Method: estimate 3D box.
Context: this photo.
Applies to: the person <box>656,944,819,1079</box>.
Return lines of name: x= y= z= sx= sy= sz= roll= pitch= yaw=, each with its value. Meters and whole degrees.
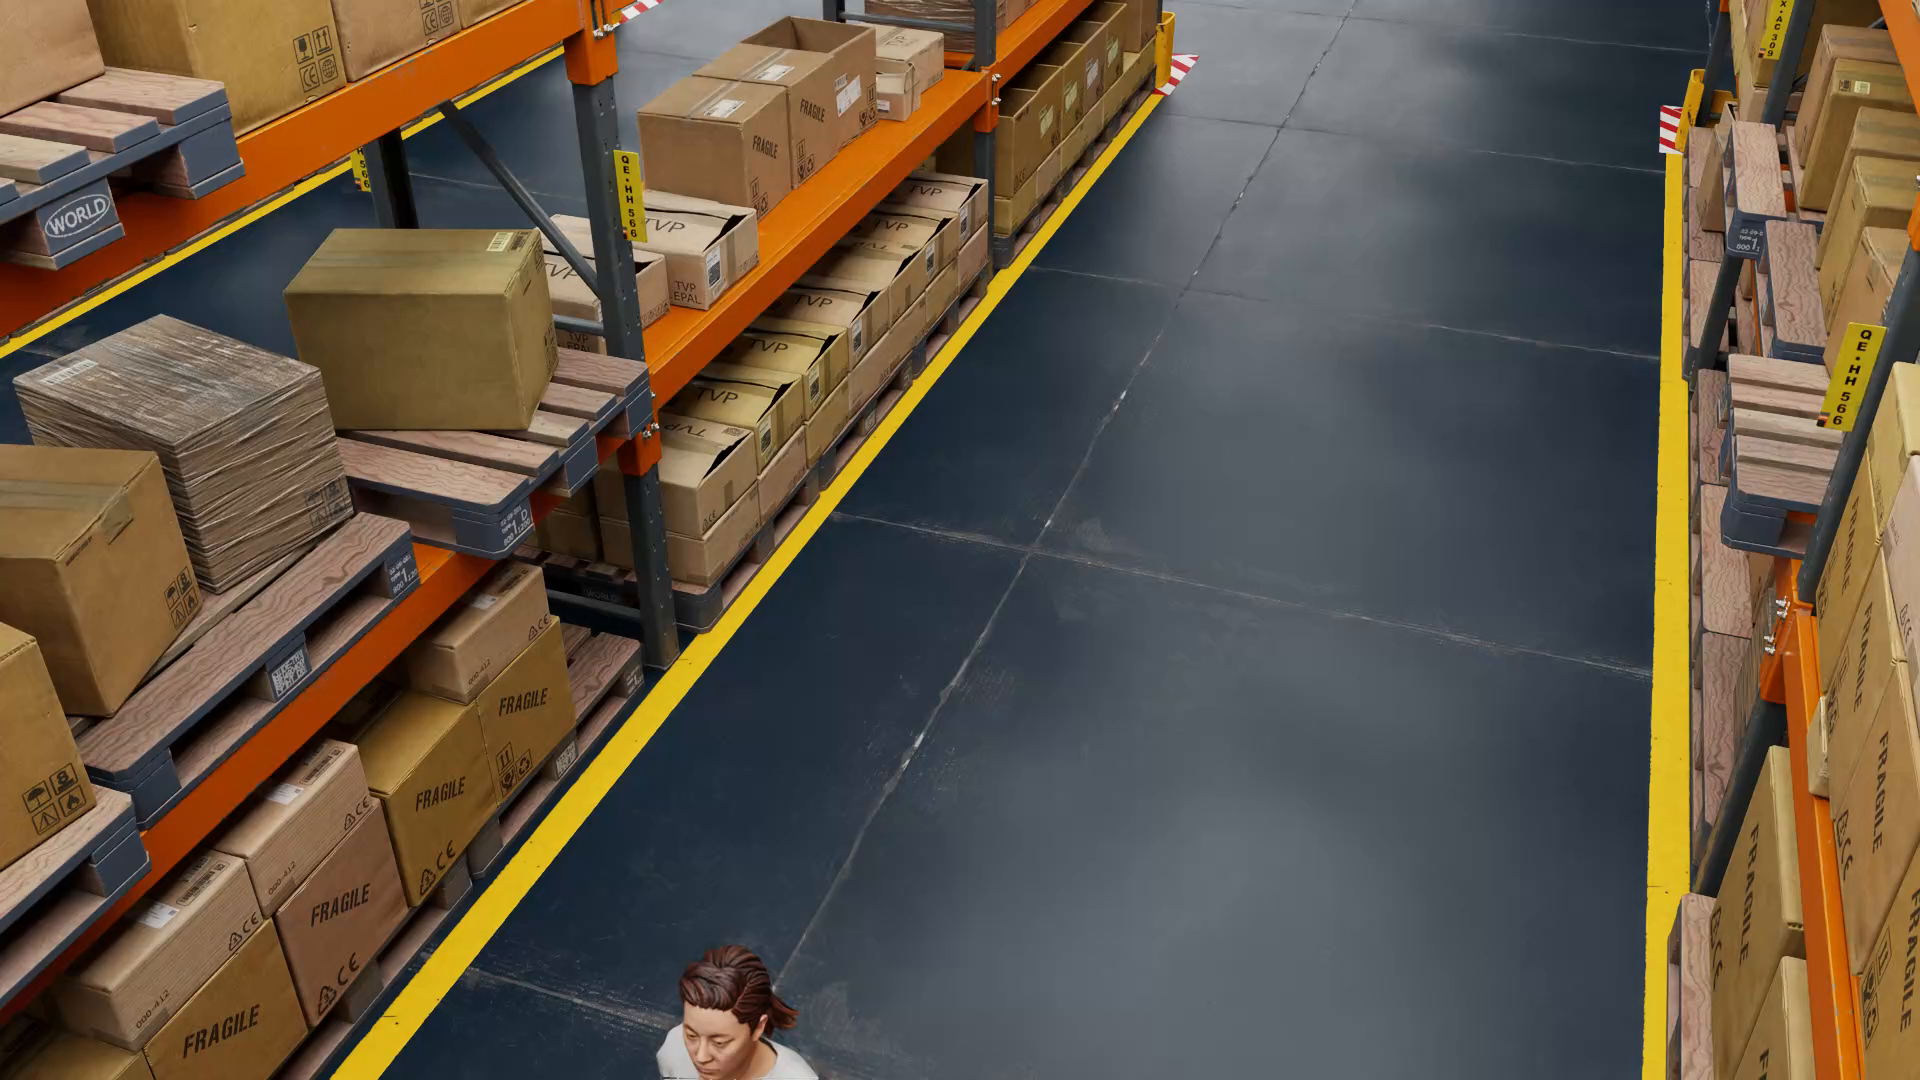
person: x=-0.509 y=1.602 z=3.699 sx=0.474 sy=1.647 sz=0.880 roll=12 pitch=35 yaw=18
